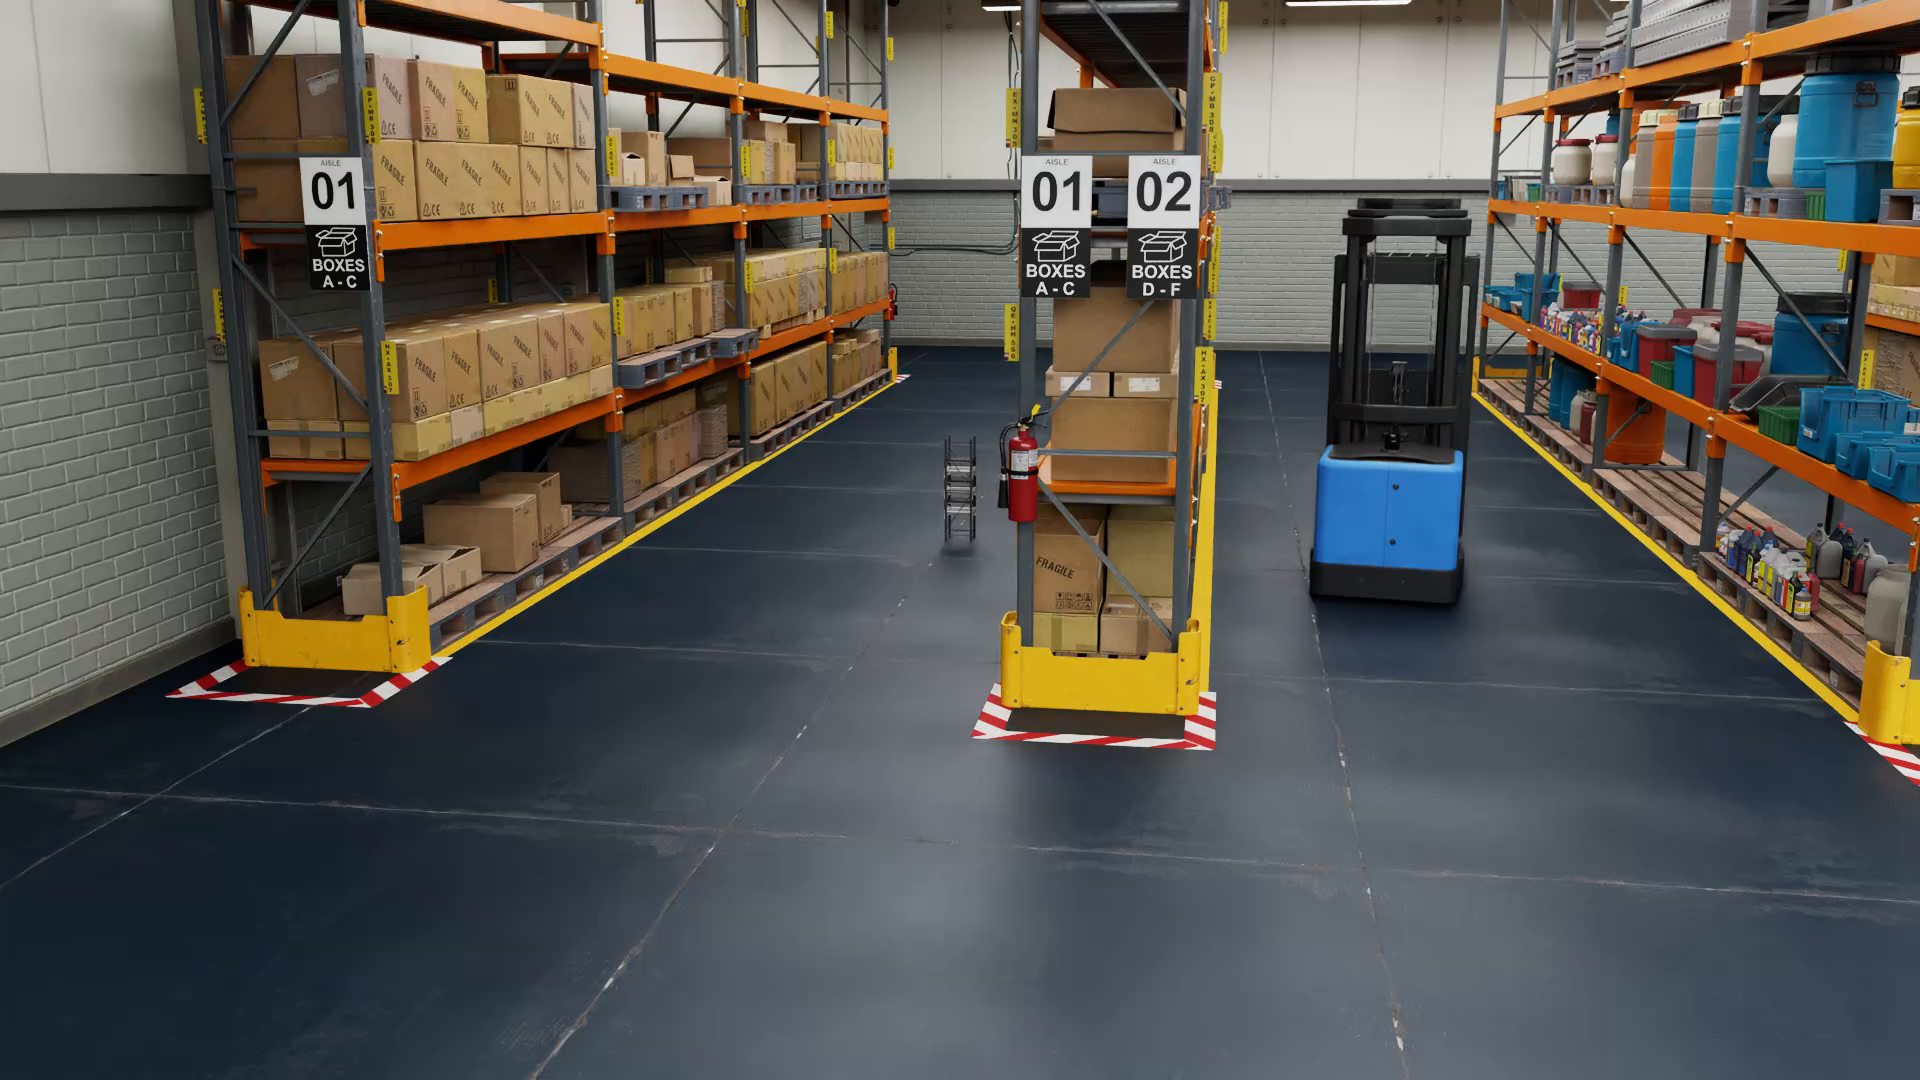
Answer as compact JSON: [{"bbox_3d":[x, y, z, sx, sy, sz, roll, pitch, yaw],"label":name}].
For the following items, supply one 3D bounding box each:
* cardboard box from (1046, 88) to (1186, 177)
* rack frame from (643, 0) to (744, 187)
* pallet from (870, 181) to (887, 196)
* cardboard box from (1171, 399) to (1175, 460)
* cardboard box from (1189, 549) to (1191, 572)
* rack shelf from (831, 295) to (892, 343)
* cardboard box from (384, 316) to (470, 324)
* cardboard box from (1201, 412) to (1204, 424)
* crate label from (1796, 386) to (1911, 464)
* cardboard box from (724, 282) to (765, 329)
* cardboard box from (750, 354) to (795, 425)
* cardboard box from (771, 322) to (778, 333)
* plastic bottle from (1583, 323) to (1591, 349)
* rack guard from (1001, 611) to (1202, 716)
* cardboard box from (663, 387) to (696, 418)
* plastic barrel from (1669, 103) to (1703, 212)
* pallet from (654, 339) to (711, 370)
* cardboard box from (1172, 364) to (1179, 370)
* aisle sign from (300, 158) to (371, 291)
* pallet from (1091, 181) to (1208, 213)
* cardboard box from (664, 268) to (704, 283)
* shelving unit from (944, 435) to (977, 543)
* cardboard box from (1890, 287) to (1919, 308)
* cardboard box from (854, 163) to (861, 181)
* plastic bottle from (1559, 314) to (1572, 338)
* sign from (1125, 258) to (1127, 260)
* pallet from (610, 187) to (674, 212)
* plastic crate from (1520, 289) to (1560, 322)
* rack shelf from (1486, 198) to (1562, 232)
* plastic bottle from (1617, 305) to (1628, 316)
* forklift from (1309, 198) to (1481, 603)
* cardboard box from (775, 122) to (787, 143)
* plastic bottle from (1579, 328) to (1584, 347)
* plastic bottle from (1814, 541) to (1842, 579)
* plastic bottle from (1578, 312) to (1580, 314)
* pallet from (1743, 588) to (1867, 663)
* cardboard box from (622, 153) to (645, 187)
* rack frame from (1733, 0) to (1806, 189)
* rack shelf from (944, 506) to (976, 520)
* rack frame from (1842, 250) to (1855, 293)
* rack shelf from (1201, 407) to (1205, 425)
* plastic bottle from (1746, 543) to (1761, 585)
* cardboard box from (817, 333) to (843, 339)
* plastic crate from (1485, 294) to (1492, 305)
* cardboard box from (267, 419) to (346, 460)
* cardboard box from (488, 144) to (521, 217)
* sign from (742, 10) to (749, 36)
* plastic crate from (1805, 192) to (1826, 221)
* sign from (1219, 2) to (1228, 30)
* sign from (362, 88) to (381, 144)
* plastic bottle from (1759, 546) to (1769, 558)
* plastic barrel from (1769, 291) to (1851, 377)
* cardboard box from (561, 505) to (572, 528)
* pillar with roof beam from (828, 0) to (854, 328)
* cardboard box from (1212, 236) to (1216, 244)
[{"bbox_3d":[0.935,-2.407,9.847,0.797,0.503,0.637,3,12,13],"label":"cardboard box"},{"bbox_3d":[-2.822,-5.255,17.515,1.000,3.000,0.127,2,12,9],"label":"rack frame"},{"bbox_3d":[-1.696,-5.255,24.850,1.003,0.211,1.213,2,12,9],"label":"pallet"},{"bbox_3d":[1.003,-0.752,10.625,0.700,0.500,0.500,2,12,10],"label":"cardboard box"},{"bbox_3d":[1.454,0.121,12.340,0.500,0.250,0.500,2,12,9],"label":"cardboard box"},{"bbox_3d":[-1.899,-3.219,24.019,1.077,0.370,4.000,2,12,9],"label":"rack shelf"},{"bbox_3d":[-3.950,-1.382,12.313,0.500,0.500,0.500,2,12,9],"label":"cardboard box"},{"bbox_3d":[2.236,-1.180,17.050,0.500,0.311,0.500,2,12,10],"label":"cardboard box"},{"bbox_3d":[5.752,-0.745,10.745,0.502,0.435,0.616,2,12,9],"label":"crate label"},{"bbox_3d":[-2.495,-2.619,18.534,0.500,0.500,0.500,2,12,10],"label":"cardboard box"},{"bbox_3d":[-2.438,-1.807,19.865,0.750,0.750,0.750,2,12,8],"label":"cardboard box"},{"bbox_3d":[-2.372,-2.539,19.702,0.380,0.149,0.250,2,12,10],"label":"cardboard box"},{"bbox_3d":[6.739,-2.189,17.834,0.097,0.271,0.097,0,12,0],"label":"plastic bottle"},{"bbox_3d":[0.839,0.730,9.919,1.175,0.500,0.348,2,12,9],"label":"rack guard"},{"bbox_3d":[-3.031,-1.413,17.041,0.500,0.250,0.500,2,12,10],"label":"cardboard box"},{"bbox_3d":[6.417,-3.265,14.213,0.600,0.901,0.708,2,12,9],"label":"plastic barrel"},{"bbox_3d":[-3.086,-1.815,16.249,1.003,0.211,1.213,2,12,9],"label":"pallet"},{"bbox_3d":[1.154,-0.993,10.202,0.380,0.149,0.250,2,12,7],"label":"cardboard box"},{"bbox_3d":[-3.767,-1.903,10.031,0.394,0.787,0.004,2,12,9],"label":"aisle sign"},{"bbox_3d":[1.162,-2.321,11.233,1.003,0.211,1.213,2,12,9],"label":"pallet"},{"bbox_3d":[-2.881,-2.763,17.371,0.380,0.149,0.250,0,12,-1],"label":"cardboard box"},{"bbox_3d":[0.001,-0.442,14.406,0.258,0.900,0.210,2,12,9],"label":"shelving unit"},{"bbox_3d":[12.521,-3.165,21.709,0.500,0.250,0.500,2,12,8],"label":"cardboard box"},{"bbox_3d":[-1.676,-5.150,23.271,0.500,0.250,0.500,2,12,7],"label":"cardboard box"},{"bbox_3d":[6.956,-2.448,19.026,0.152,0.276,0.135,2,12,9],"label":"plastic bottle"},{"bbox_3d":[2.151,-3.434,21.253,0.100,0.325,0.005,2,12,9],"label":"sign"},{"bbox_3d":[-3.237,-2.989,14.568,1.213,0.211,1.003,2,12,9],"label":"pallet"},{"bbox_3d":[7.317,-2.963,21.019,0.392,0.384,0.575,2,12,9],"label":"plastic crate"},{"bbox_3d":[7.890,-4.365,22.213,1.077,0.370,4.000,2,12,9],"label":"rack shelf"},{"bbox_3d":[7.736,-2.569,19.411,0.144,0.351,0.185,2,12,9],"label":"plastic bottle"},{"bbox_3d":[3.518,-1.236,13.269,1.130,2.935,3.031,4,13,17],"label":"forklift"},{"bbox_3d":[-2.472,-5.072,20.729,0.500,0.250,0.500,3,12,13],"label":"cardboard box"},{"bbox_3d":[6.769,-2.195,18.029,0.097,0.201,0.097,0,12,0],"label":"plastic bottle"},{"bbox_3d":[6.358,0.132,12.182,0.152,0.276,0.135,2,12,9],"label":"plastic bottle"},{"bbox_3d":[7.142,-2.491,19.228,0.152,0.276,0.135,2,12,9],"label":"plastic bottle"},{"bbox_3d":[6.022,0.588,11.264,1.003,0.211,1.213,2,12,9],"label":"pallet"},{"bbox_3d":[-3.180,-3.357,15.044,0.500,0.311,0.500,2,12,10],"label":"cardboard box"},{"bbox_3d":[6.352,-4.101,12.162,1.000,3.000,0.127,2,12,9],"label":"rack frame"},{"bbox_3d":[0.001,-0.233,14.451,0.258,0.077,0.200,2,12,9],"label":"rack shelf"},{"bbox_3d":[13.091,-3.506,23.641,1.000,3.000,0.127,2,12,9],"label":"rack frame"},{"bbox_3d":[1.766,-1.394,15.550,1.077,0.370,4.000,2,12,9],"label":"rack shelf"},{"bbox_3d":[5.722,0.171,11.981,0.061,0.283,0.133,2,12,11],"label":"plastic bottle"},{"bbox_3d":[-1.934,-2.961,24.508,0.380,0.149,0.250,2,12,9],"label":"cardboard box"},{"bbox_3d":[7.703,-3.462,23.920,0.250,0.136,0.298,2,12,9],"label":"plastic crate"},{"bbox_3d":[-4.172,-0.697,10.914,0.500,0.250,0.500,2,12,9],"label":"cardboard box"},{"bbox_3d":[-3.499,-2.574,11.913,0.500,0.500,0.500,3,12,12],"label":"cardboard box"},{"bbox_3d":[-2.752,-6.644,21.371,0.100,0.325,0.005,2,12,9],"label":"sign"},{"bbox_3d":[5.840,-2.211,11.017,0.336,0.188,0.450,2,12,9],"label":"plastic crate"},{"bbox_3d":[3.238,-6.445,20.445,0.100,0.325,0.005,2,12,9],"label":"sign"},{"bbox_3d":[-3.516,-2.533,9.930,0.100,0.325,0.005,2,12,9],"label":"sign"},{"bbox_3d":[5.803,0.176,11.988,0.097,0.271,0.097,0,12,0],"label":"plastic bottle"},{"bbox_3d":[6.711,-1.484,13.069,0.600,0.901,0.708,2,12,9],"label":"plastic barrel"},{"bbox_3d":[-3.490,-0.207,14.014,0.380,0.166,0.250,0,12,1],"label":"cardboard box"},{"bbox_3d":[2.222,-7.370,27.333,9.100,9.000,0.548,2,12,9],"label":"pillar with roof beam"},{"bbox_3d":[3.355,-4.050,23.557,0.500,0.500,0.500,2,12,10],"label":"cardboard box"}]
